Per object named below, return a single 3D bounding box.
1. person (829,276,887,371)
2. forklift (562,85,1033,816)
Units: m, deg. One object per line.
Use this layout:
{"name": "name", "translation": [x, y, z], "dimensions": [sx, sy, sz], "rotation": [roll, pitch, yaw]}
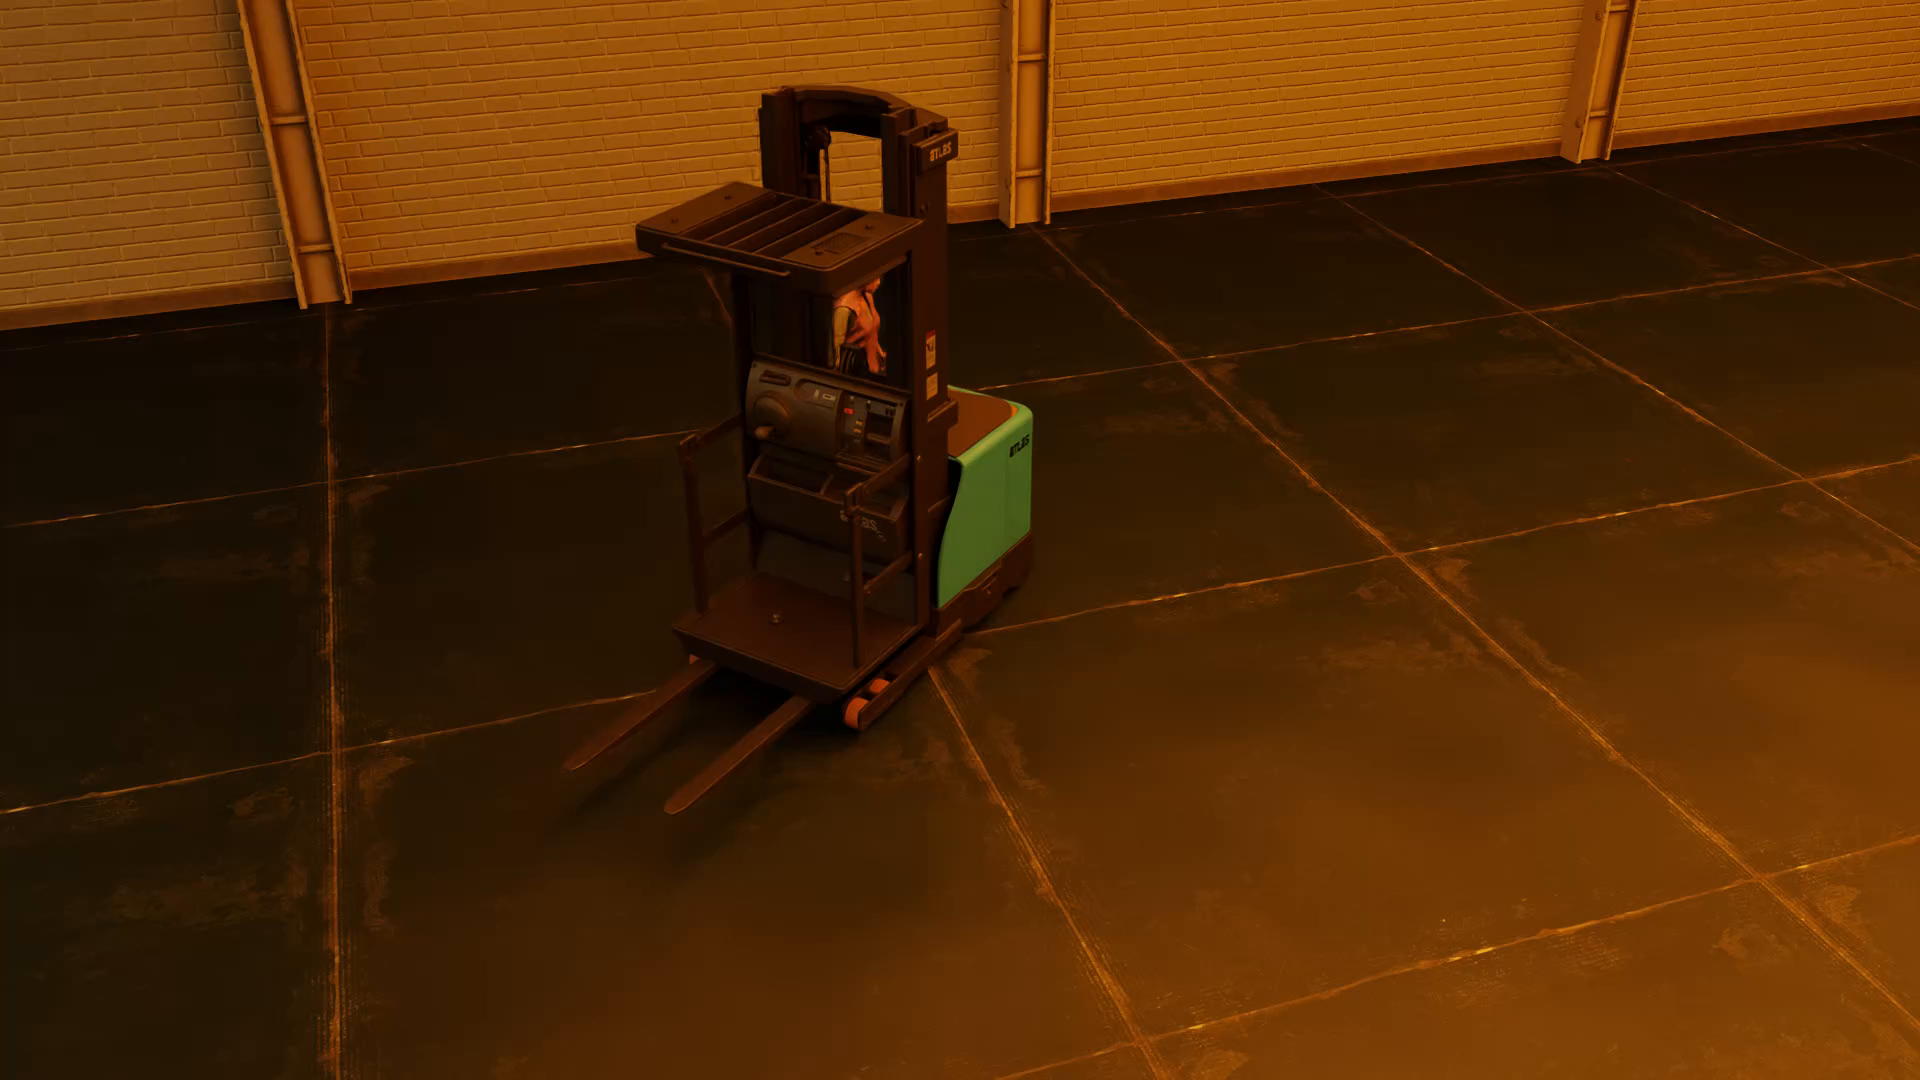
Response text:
{"name": "person", "translation": [-0.622, -1.013, 10.219], "dimensions": [0.347, 1.570, 0.664], "rotation": [7, 31, 13]}
{"name": "forklift", "translation": [-0.782, -0.577, 8.089], "dimensions": [1.130, 2.935, 3.031], "rotation": [17, 34, 27]}
